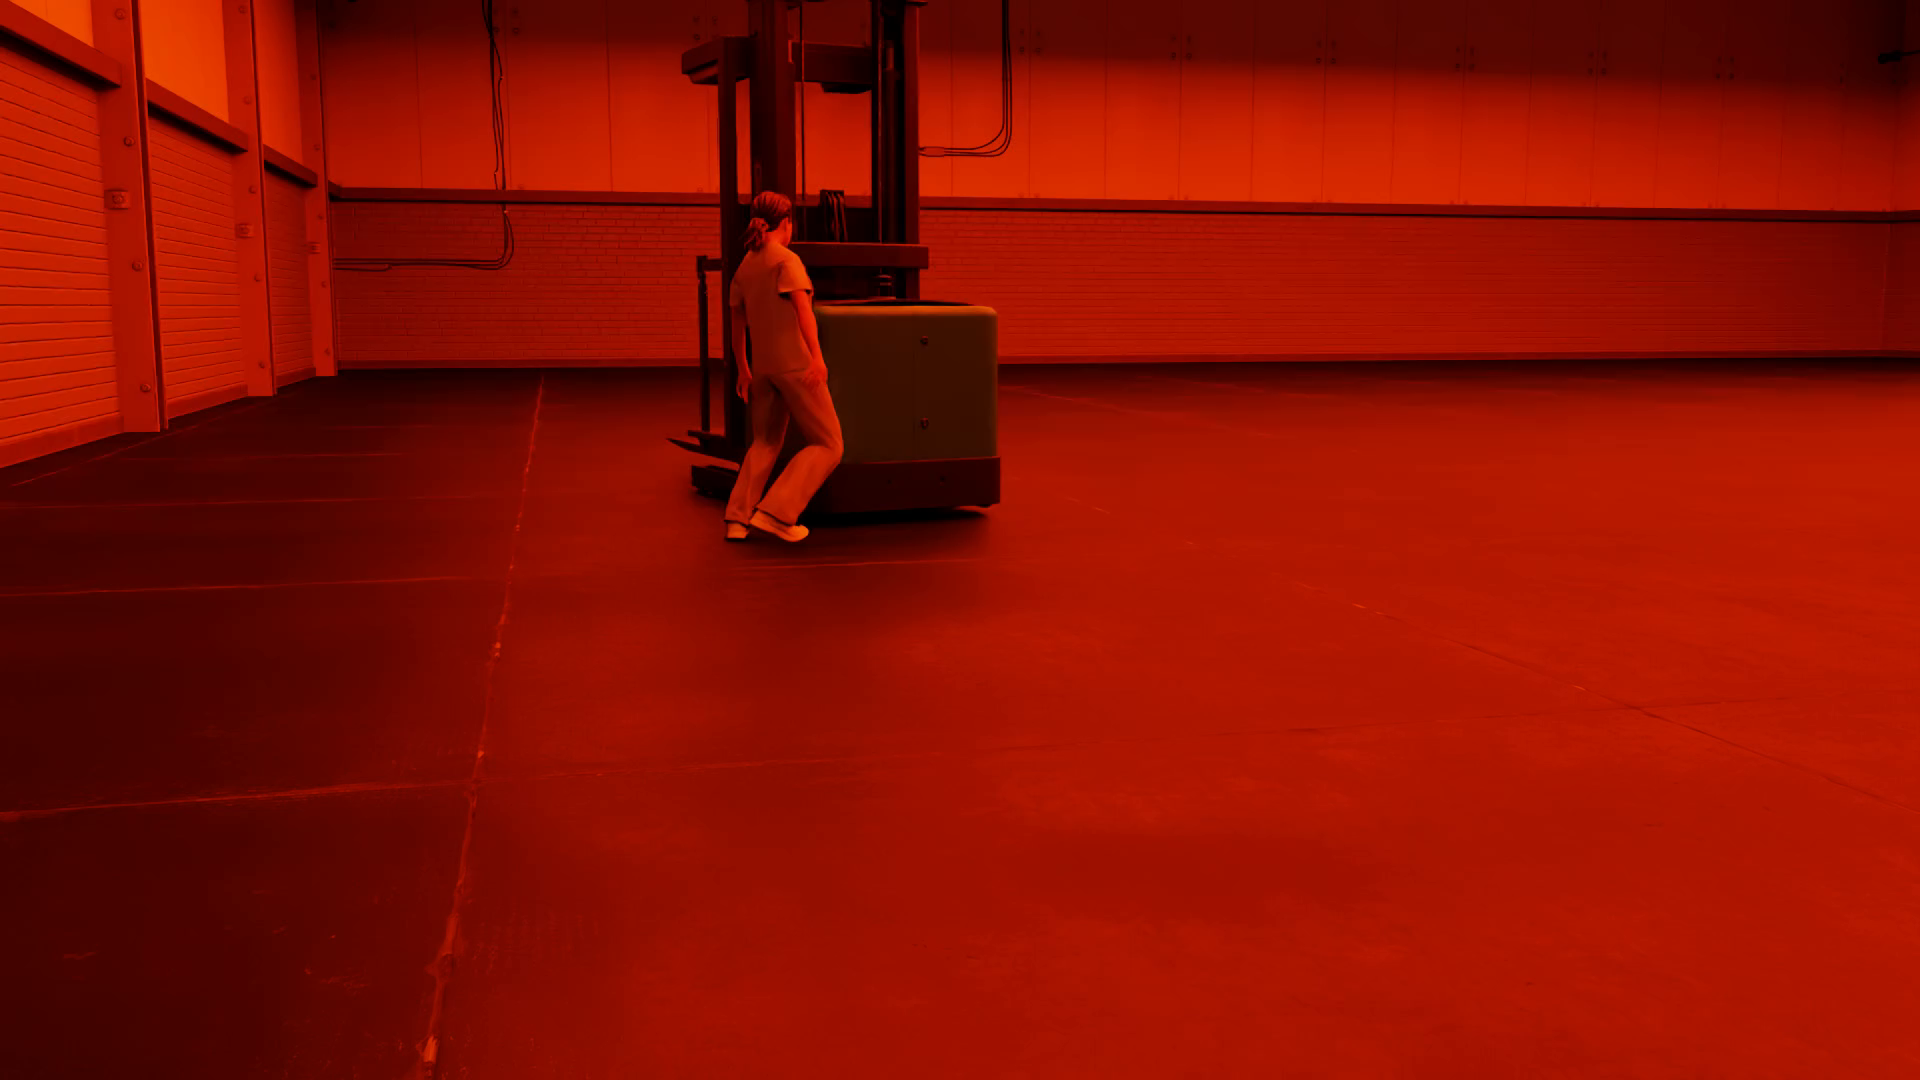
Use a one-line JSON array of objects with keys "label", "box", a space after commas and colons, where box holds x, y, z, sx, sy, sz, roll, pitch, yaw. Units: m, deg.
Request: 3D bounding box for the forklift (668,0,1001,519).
[{"label": "forklift", "box": [-0.908, -1.723, 9.443, 1.130, 2.935, 3.031, -4, 9, -27]}]

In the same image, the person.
[{"label": "person", "box": [-0.839, -0.774, 7.523, 0.486, 1.597, 0.799, -7, 10, -40]}]
